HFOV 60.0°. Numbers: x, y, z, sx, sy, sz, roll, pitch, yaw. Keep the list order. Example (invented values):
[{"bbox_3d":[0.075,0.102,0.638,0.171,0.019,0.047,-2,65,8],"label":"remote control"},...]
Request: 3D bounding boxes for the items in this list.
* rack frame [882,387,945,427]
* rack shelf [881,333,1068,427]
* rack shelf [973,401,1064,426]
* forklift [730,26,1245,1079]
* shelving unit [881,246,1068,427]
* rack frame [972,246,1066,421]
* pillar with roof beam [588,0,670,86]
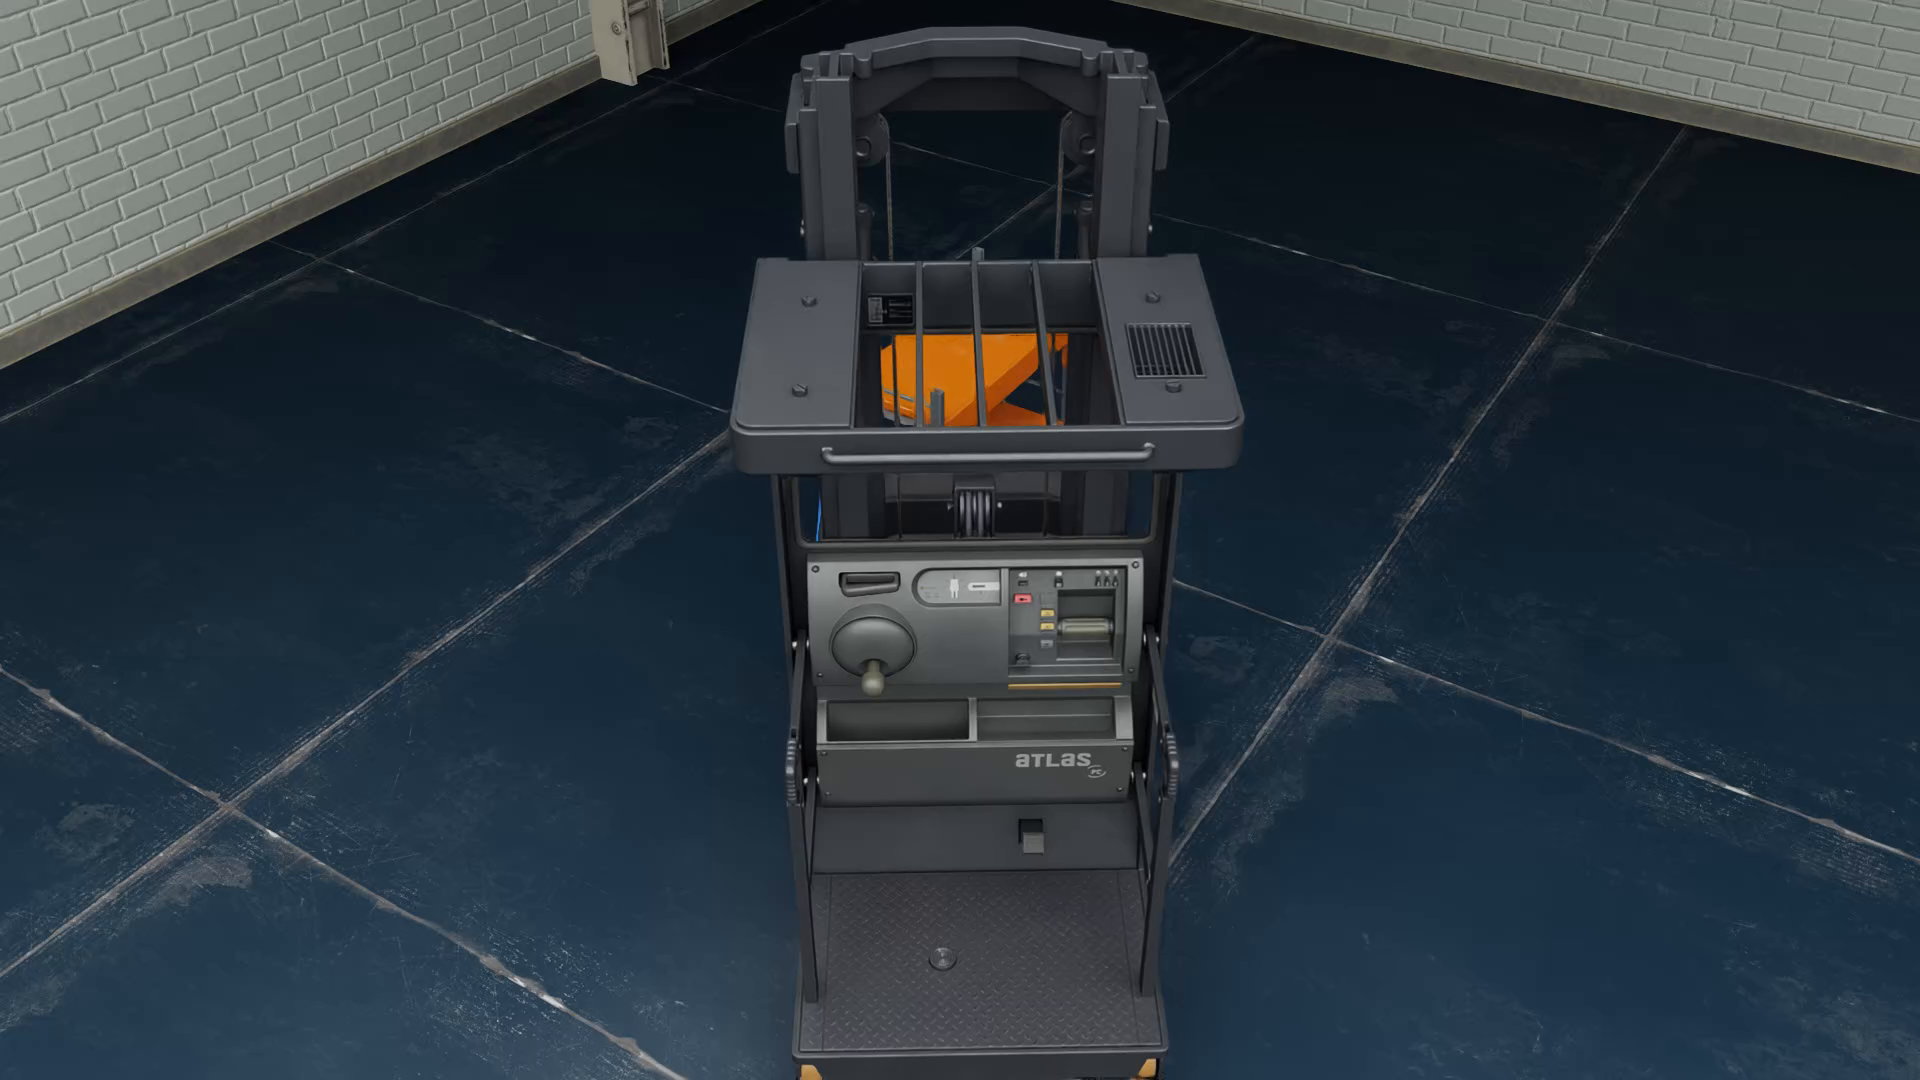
[{"bbox_3d":[-0.276,-0.180,6.562,0.500,1.125,0.032,21,42,25],"label":"rack frame"},{"bbox_3d":[-0.004,-0.674,6.723,0.538,0.278,1.000,21,42,25],"label":"rack shelf"},{"bbox_3d":[-0.004,-0.248,7.051,0.538,0.278,1.000,21,42,25],"label":"rack shelf"},{"bbox_3d":[0.050,0.302,4.457,1.130,2.935,3.031,-1,38,-1],"label":"forklift"},{"bbox_3d":[-0.004,-0.442,6.902,0.538,1.125,1.048,21,42,25],"label":"shelving unit"},{"bbox_3d":[0.269,-0.704,7.242,0.500,1.125,0.032,21,42,25],"label":"rack frame"},{"bbox_3d":[1.400,-5.372,6.849,9.100,9.000,0.400,21,42,25],"label":"pillar with roof beam"}]
